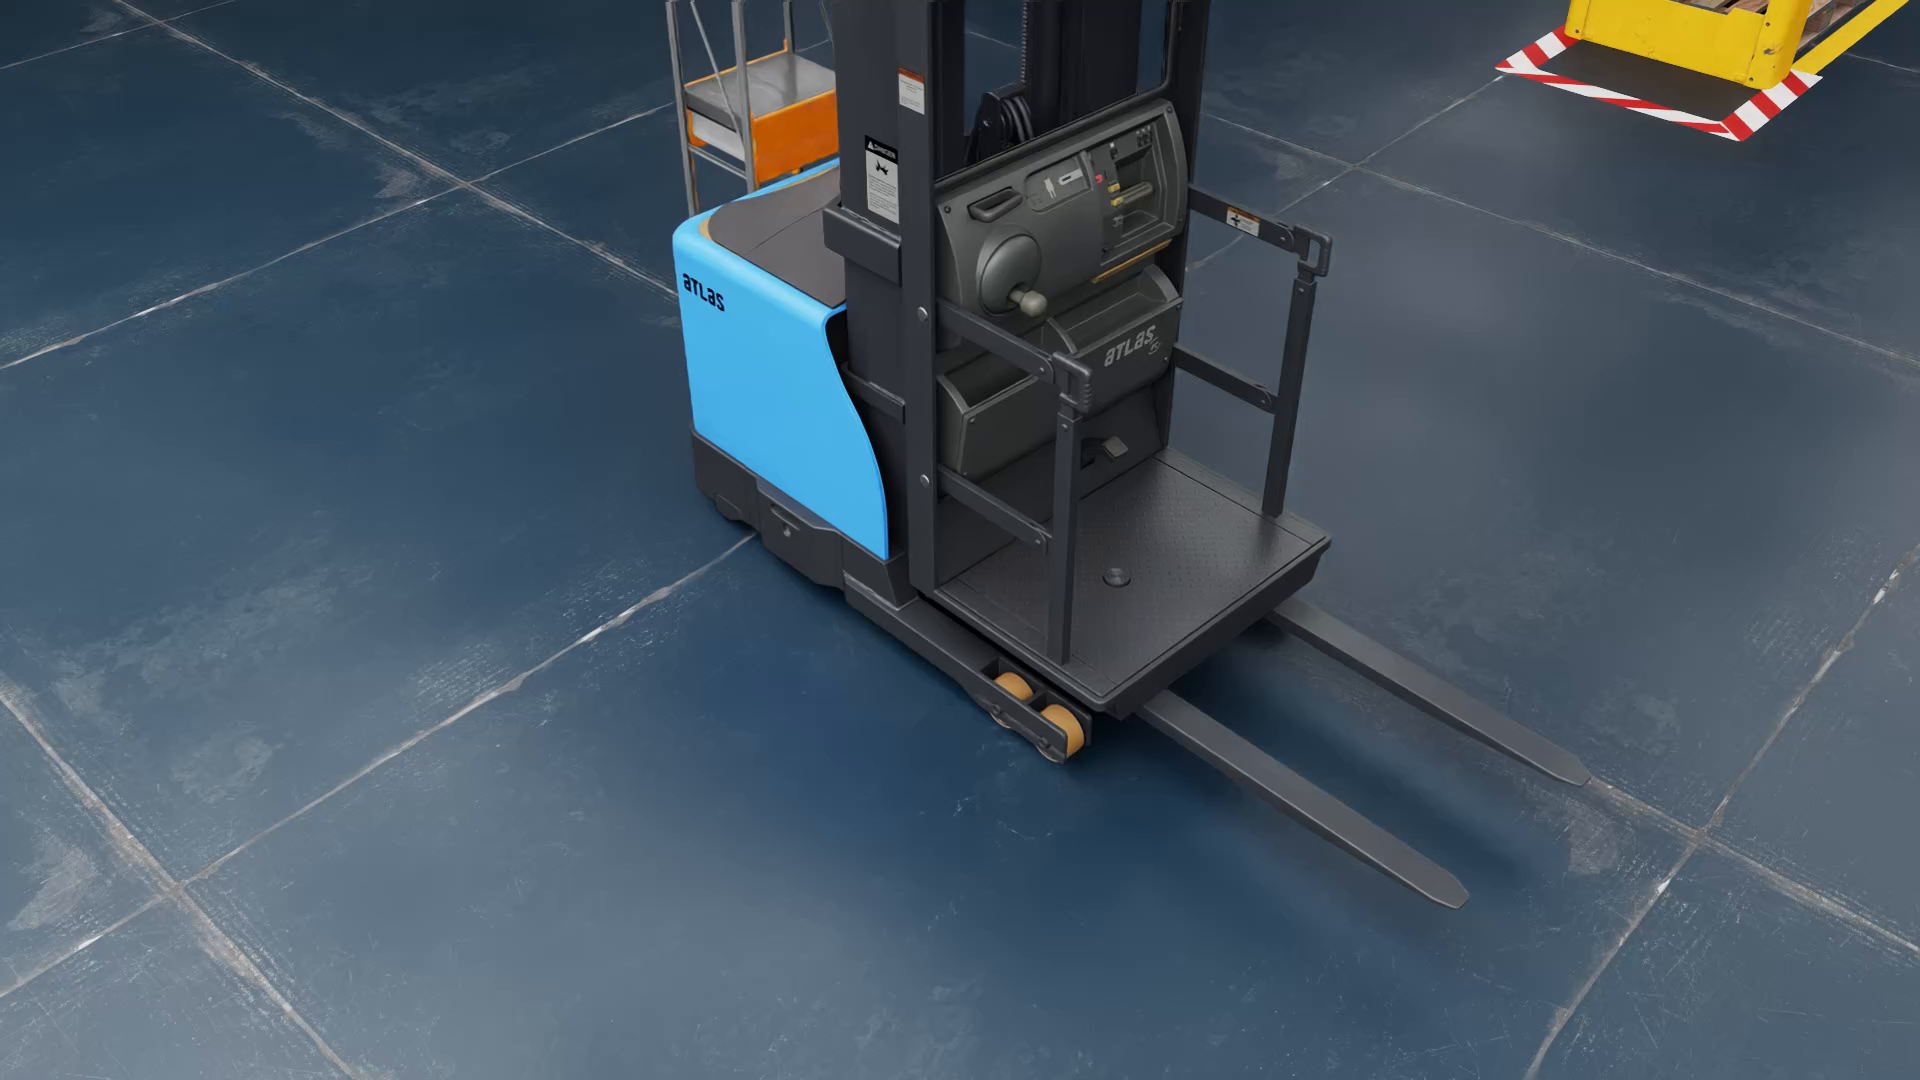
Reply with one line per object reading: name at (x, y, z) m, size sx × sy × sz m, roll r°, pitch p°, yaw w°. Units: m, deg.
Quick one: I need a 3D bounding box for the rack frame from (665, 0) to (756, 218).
rack frame at (-0.827, -1.289, 5.683) m, size 0.015 × 2.100 × 0.400 m, roll -31°, pitch 48°, yaw -33°

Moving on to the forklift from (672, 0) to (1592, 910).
forklift at (0.450, -0.857, 4.473) m, size 1.130 × 2.935 × 3.031 m, roll -31°, pitch 48°, yaw -33°

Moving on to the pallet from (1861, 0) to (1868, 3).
pallet at (5.282, -3.680, 10.209) m, size 1.003 × 0.211 × 1.213 m, roll 30°, pitch 47°, yaw 32°

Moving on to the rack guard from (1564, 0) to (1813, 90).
rack guard at (3.907, -2.865, 8.951) m, size 1.175 × 0.500 × 0.348 m, roll 30°, pitch 47°, yaw 32°

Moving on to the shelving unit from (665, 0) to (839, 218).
shelving unit at (-0.651, -1.394, 5.816) m, size 0.503 × 2.100 × 0.431 m, roll -31°, pitch 48°, yaw -33°

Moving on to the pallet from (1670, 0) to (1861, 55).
pallet at (4.459, -3.123, 9.507) m, size 1.003 × 0.211 × 1.213 m, roll 30°, pitch 47°, yaw 32°

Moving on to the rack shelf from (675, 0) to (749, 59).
rack shelf at (-0.651, -1.931, 5.389) m, size 0.480 × 0.518 × 0.431 m, roll -31°, pitch 48°, yaw -33°

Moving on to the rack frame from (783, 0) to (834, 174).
rack frame at (-0.476, -1.500, 5.949) m, size 0.015 × 2.100 × 0.400 m, roll -31°, pitch 48°, yaw -33°

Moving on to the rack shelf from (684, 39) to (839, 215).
rack shelf at (-0.651, -1.383, 5.825) m, size 0.480 × 0.518 × 0.431 m, roll -31°, pitch 48°, yaw -33°
